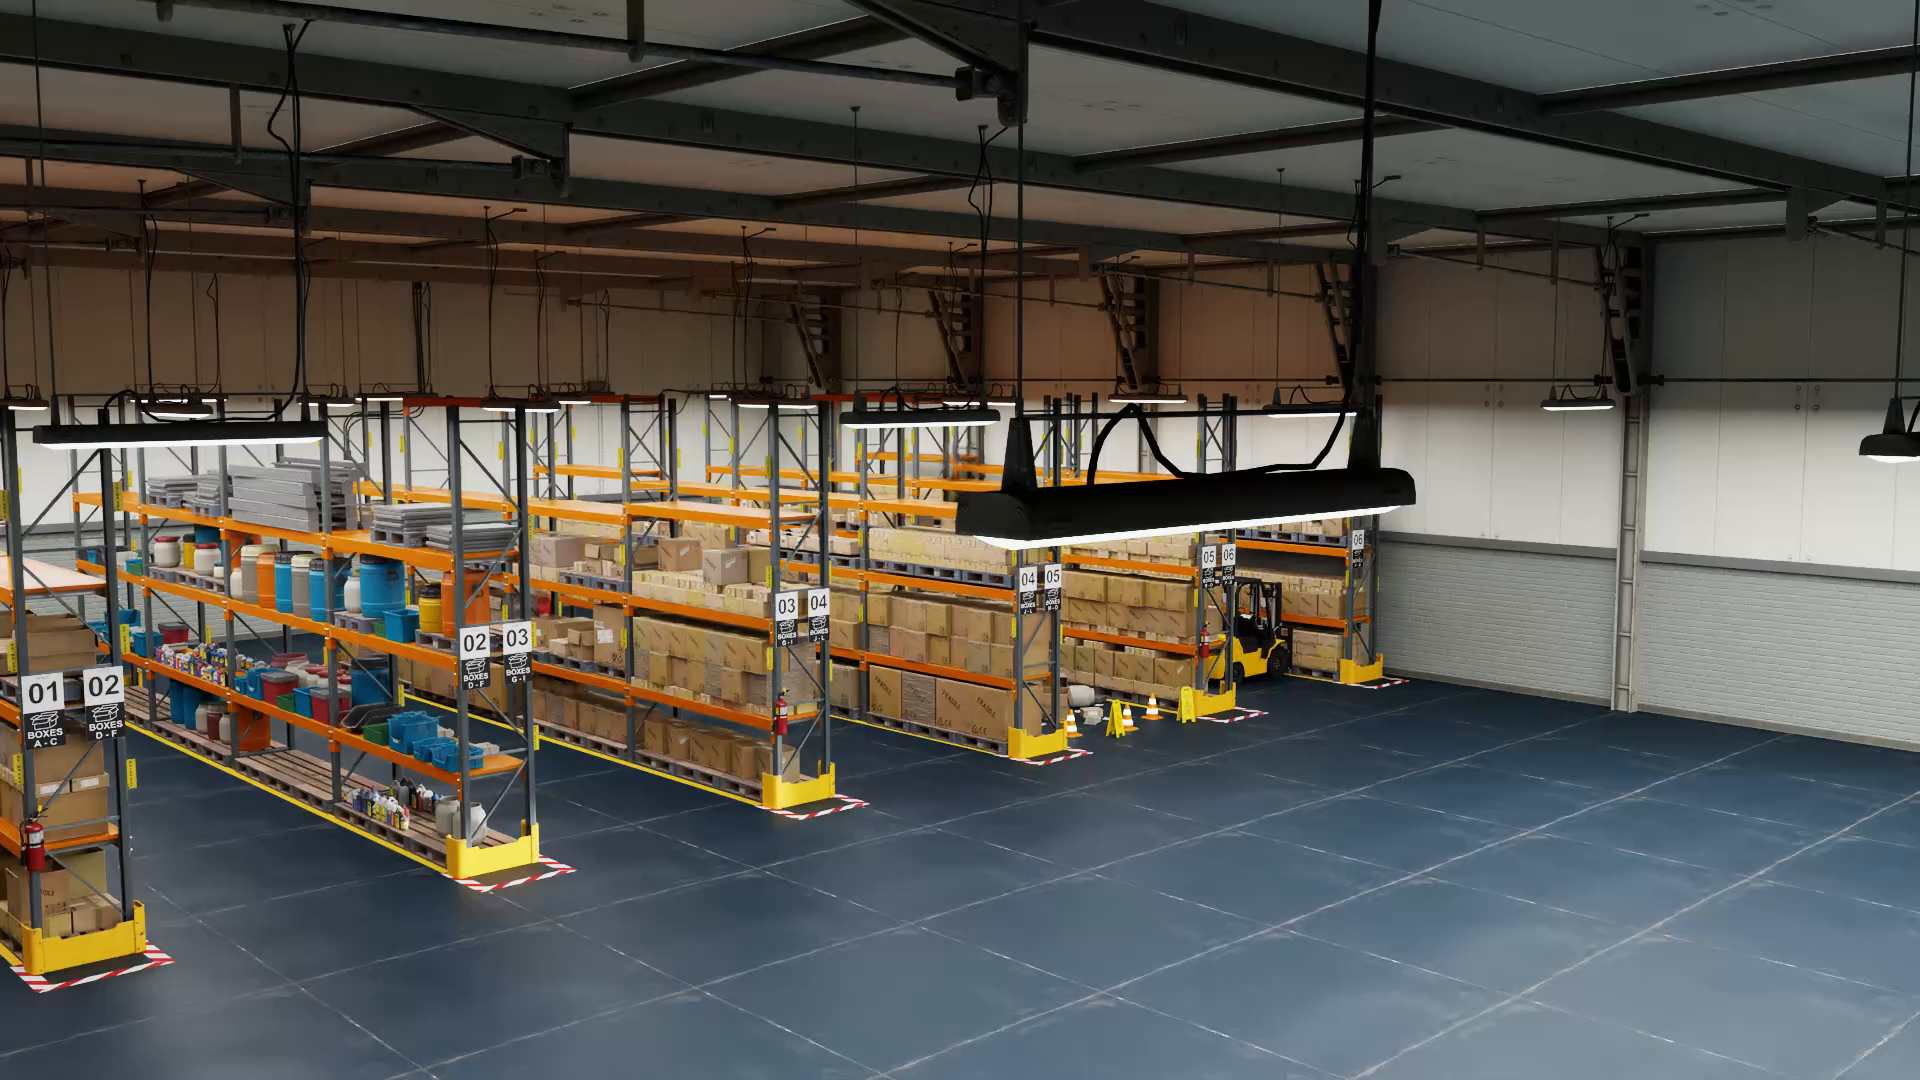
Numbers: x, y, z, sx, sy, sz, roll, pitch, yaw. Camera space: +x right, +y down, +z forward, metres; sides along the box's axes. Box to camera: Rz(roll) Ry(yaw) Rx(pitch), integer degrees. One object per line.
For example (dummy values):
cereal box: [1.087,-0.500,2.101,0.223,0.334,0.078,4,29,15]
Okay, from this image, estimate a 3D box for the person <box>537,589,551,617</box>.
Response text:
person: [-9.189,1.933,36.702,0.670,1.770,0.962,-4,7,-36]
